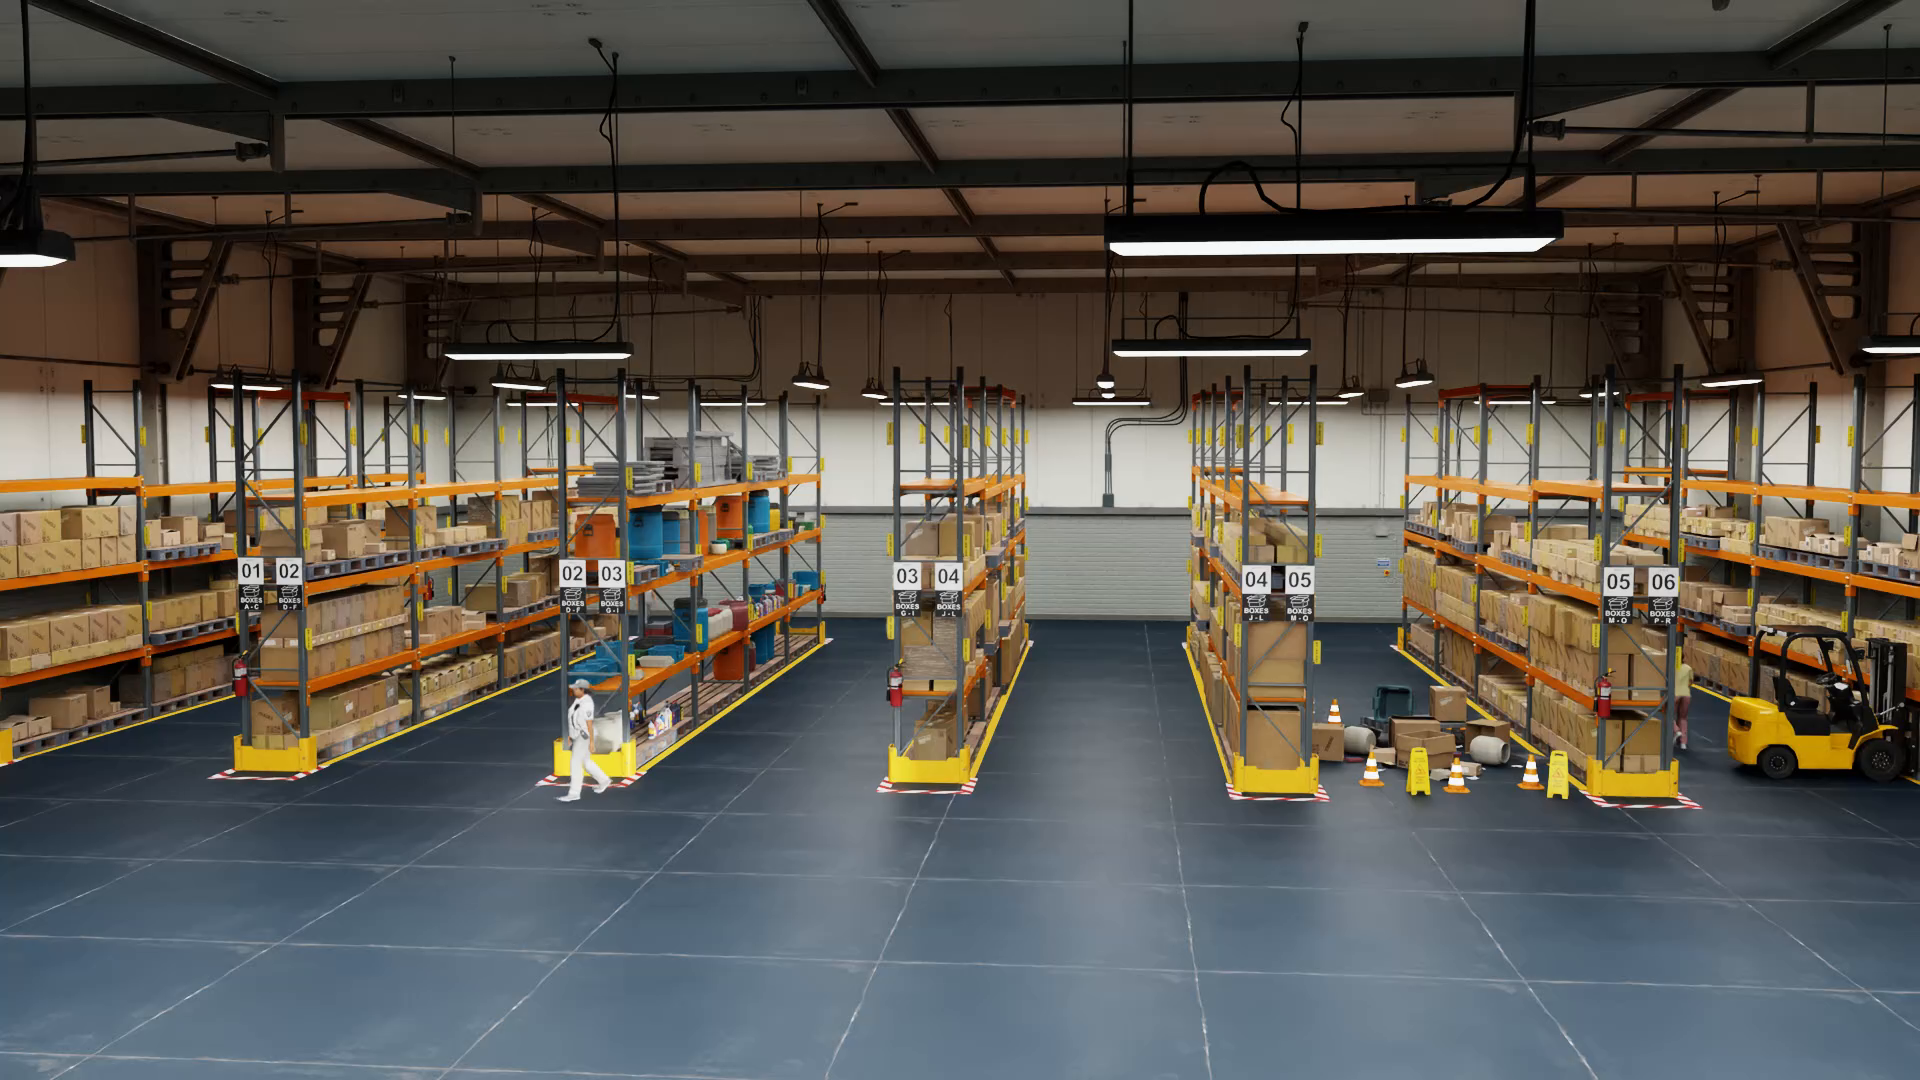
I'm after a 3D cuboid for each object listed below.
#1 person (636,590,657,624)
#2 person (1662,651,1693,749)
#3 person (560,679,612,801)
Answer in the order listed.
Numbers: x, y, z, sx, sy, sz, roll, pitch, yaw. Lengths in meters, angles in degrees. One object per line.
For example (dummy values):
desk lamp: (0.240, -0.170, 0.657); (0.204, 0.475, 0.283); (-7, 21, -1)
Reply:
person: (-7.974, 1.552, 42.227); (0.471, 1.603, 1.105); (-2, 4, -29)
person: (11.627, 2.556, 26.917); (0.519, 1.562, 0.703); (0, 4, 7)
person: (-5.193, 2.742, 23.029); (0.787, 1.646, 0.480); (-2, 4, -24)
